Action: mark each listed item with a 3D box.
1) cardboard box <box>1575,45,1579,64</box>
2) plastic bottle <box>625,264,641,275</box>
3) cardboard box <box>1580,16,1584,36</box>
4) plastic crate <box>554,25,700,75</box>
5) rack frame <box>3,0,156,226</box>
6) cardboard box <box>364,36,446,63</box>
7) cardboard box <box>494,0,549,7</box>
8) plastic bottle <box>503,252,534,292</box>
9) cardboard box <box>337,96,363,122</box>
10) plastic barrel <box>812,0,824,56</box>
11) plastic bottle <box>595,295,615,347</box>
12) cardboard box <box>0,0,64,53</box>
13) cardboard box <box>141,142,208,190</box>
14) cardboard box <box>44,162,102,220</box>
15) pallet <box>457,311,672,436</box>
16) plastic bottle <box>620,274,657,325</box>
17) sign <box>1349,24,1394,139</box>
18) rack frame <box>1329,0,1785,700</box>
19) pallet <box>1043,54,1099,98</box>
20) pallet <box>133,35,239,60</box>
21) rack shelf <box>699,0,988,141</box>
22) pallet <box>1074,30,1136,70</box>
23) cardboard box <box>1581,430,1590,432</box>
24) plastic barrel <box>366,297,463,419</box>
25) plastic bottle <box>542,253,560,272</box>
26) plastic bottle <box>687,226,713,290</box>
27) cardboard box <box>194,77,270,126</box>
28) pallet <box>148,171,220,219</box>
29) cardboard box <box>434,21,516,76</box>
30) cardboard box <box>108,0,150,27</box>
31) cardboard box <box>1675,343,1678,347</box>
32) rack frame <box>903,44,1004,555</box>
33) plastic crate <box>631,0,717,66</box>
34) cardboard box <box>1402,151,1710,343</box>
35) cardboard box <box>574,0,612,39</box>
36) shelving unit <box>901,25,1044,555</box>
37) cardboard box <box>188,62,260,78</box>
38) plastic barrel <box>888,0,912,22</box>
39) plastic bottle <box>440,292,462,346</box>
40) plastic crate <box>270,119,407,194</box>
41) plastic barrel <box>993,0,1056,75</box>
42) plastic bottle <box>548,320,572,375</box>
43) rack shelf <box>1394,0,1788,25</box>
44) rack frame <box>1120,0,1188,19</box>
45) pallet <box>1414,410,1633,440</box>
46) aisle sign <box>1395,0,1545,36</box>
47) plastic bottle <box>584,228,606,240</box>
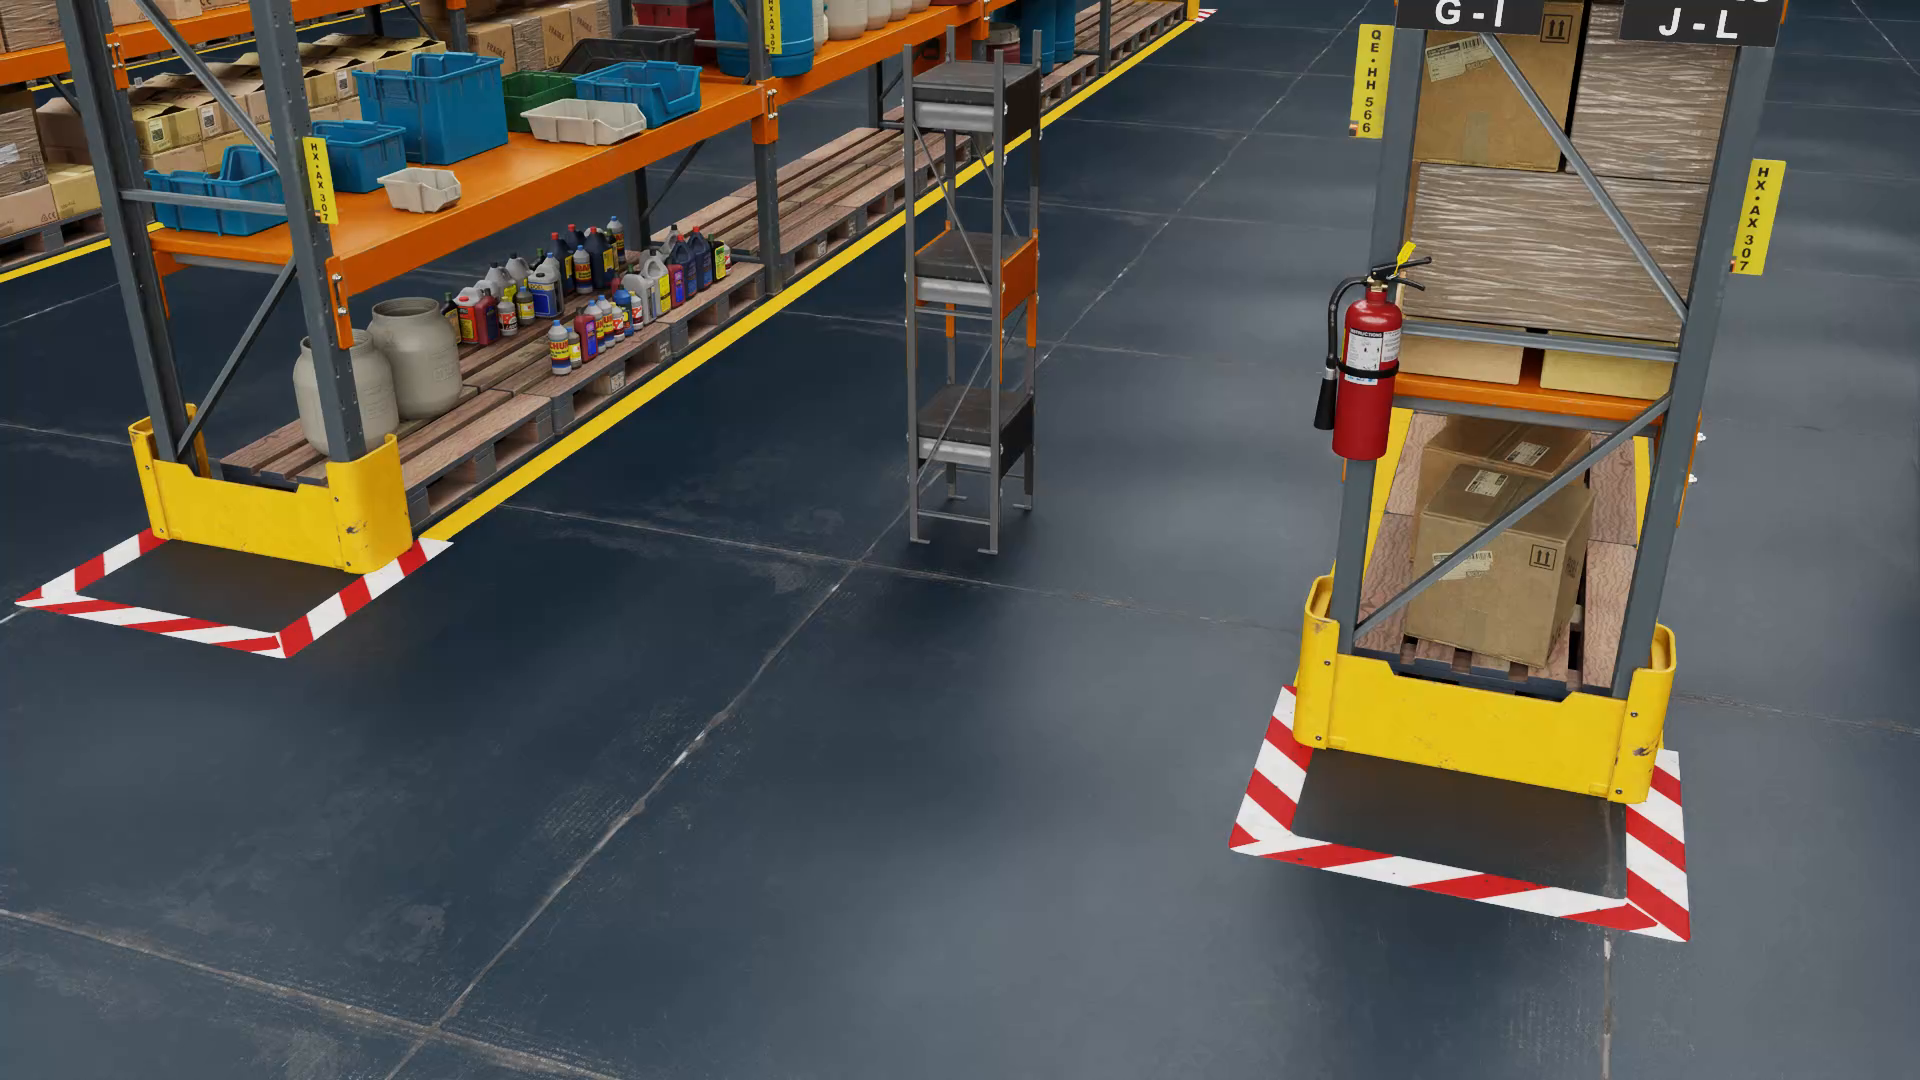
[{"bbox_3d":[2.583,-1.825,7.122,0.875,0.500,0.500,9,27,17],"label":"cardboard box"},{"bbox_3d":[-1.827,-1.423,9.359,0.061,0.283,0.133,9,27,17],"label":"plastic bottle"},{"bbox_3d":[2.840,-2.236,6.822,0.500,0.500,0.500,9,27,17],"label":"cardboard box"},{"bbox_3d":[-1.902,-2.736,9.531,0.767,0.338,0.504,9,27,17],"label":"plastic crate"},{"bbox_3d":[-6.278,-3.681,11.410,1.000,3.000,0.127,9,27,17],"label":"rack frame"},{"bbox_3d":[-4.889,-4.278,14.673,0.500,0.311,0.500,9,27,19],"label":"cardboard box"},{"bbox_3d":[-4.516,-5.245,17.005,0.500,0.500,0.500,8,27,15],"label":"cardboard box"},{"bbox_3d":[-2.472,-1.443,9.323,0.144,0.351,0.185,9,27,17],"label":"plastic bottle"},{"bbox_3d":[-5.230,-3.606,13.929,0.500,0.250,0.500,9,27,19],"label":"cardboard box"},{"bbox_3d":[-1.083,-3.384,10.640,0.433,0.535,0.433,0,26,0],"label":"plastic barrel"},{"bbox_3d":[-1.895,-1.169,8.849,0.097,0.271,0.097,0,26,0],"label":"plastic bottle"},{"bbox_3d":[-6.420,-3.543,11.010,0.700,0.500,0.500,8,27,16],"label":"cardboard box"},{"bbox_3d":[-5.910,-2.762,12.186,0.500,0.250,0.500,8,27,16],"label":"cardboard box"},{"bbox_3d":[-6.226,-2.410,11.459,0.500,0.250,0.500,9,27,17],"label":"cardboard box"},{"bbox_3d":[-2.275,-0.933,8.935,1.003,0.211,1.213,9,27,17],"label":"pallet"},{"bbox_3d":[-1.780,-1.349,9.215,0.152,0.276,0.135,9,27,18],"label":"plastic bottle"},{"bbox_3d":[1.215,-1.351,4.907,0.100,0.325,0.005,9,27,17],"label":"sign"},{"bbox_3d":[1.731,-0.599,5.045,1.000,3.000,0.127,9,27,17],"label":"rack frame"},{"bbox_3d":[0.758,-4.683,16.679,1.003,0.211,1.213,9,27,17],"label":"pallet"},{"bbox_3d":[-8.878,-5.599,18.572,1.003,0.211,1.213,9,27,17],"label":"pallet"},{"bbox_3d":[-0.943,-3.459,11.778,1.077,0.370,4.000,9,27,17],"label":"rack shelf"},{"bbox_3d":[1.262,-5.301,17.957,1.003,0.211,1.213,9,27,17],"label":"pallet"},{"bbox_3d":[2.576,-0.645,7.527,0.500,0.500,0.500,6,27,13],"label":"cardboard box"},{"bbox_3d":[-2.626,-0.874,7.986,0.421,0.512,0.421,0,26,0],"label":"plastic barrel"},{"bbox_3d":[-2.345,-1.516,9.565,0.097,0.271,0.097,0,26,0],"label":"plastic bottle"},{"bbox_3d":[-1.551,-1.660,9.772,0.144,0.351,0.185,8,27,16],"label":"plastic bottle"},{"bbox_3d":[-5.563,-3.436,12.935,0.500,0.311,0.500,8,27,16],"label":"cardboard box"},{"bbox_3d":[-6.070,-2.734,12.655,1.003,0.211,1.213,9,27,17],"label":"pallet"},{"bbox_3d":[-4.526,-4.543,15.555,0.500,0.500,0.500,10,28,20],"label":"cardboard box"},{"bbox_3d":[-6.155,-3.822,11.874,0.500,0.250,0.500,11,28,21],"label":"cardboard box"},{"bbox_3d":[2.152,-0.668,5.477,0.380,0.149,0.250,9,27,17],"label":"cardboard box"},{"bbox_3d":[-0.026,-0.913,6.726,0.400,2.100,0.015,9,27,17],"label":"rack frame"},{"bbox_3d":[-1.736,-3.233,10.412,0.402,0.464,0.583,9,27,17],"label":"plastic crate"},{"bbox_3d":[1.940,-1.000,5.417,0.875,0.500,0.500,9,27,17],"label":"cardboard box"},{"bbox_3d":[-3.850,-5.389,17.302,0.500,0.500,0.500,9,27,18],"label":"cardboard box"},{"bbox_3d":[0.055,-1.013,6.933,0.431,2.100,0.503,9,27,17],"label":"shelving unit"},{"bbox_3d":[-5.907,-3.718,13.517,0.500,0.311,0.500,8,27,17],"label":"cardboard box"},{"bbox_3d":[-0.558,-4.028,12.000,0.421,0.512,0.421,0,26,0],"label":"plastic barrel"},{"bbox_3d":[-2.720,-1.162,8.819,0.061,0.283,0.133,9,27,19],"label":"plastic bottle"},{"bbox_3d":[-2.833,-1.765,7.625,0.499,0.251,0.408,9,27,17],"label":"plastic crate"},{"bbox_3d":[0.621,-4.981,16.022,0.600,0.901,0.708,9,27,17],"label":"plastic barrel"},{"bbox_3d":[-2.042,-0.987,8.473,0.097,0.271,0.097,0,26,0],"label":"plastic bottle"},{"bbox_3d":[2.397,-2.447,6.246,1.077,0.370,4.000,9,27,17],"label":"rack shelf"},{"bbox_3d":[2.385,-7.892,20.109,1.000,3.000,0.127,9,27,17],"label":"rack frame"},{"bbox_3d":[2.872,-0.707,8.467,1.003,0.211,1.213,9,27,17],"label":"pallet"},{"bbox_3d":[1.428,-1.787,4.516,0.394,0.787,0.004,9,27,17],"label":"aisle sign"},{"bbox_3d":[-2.209,-1.729,10.000,0.152,0.276,0.135,10,27,19],"label":"plastic bottle"}]
